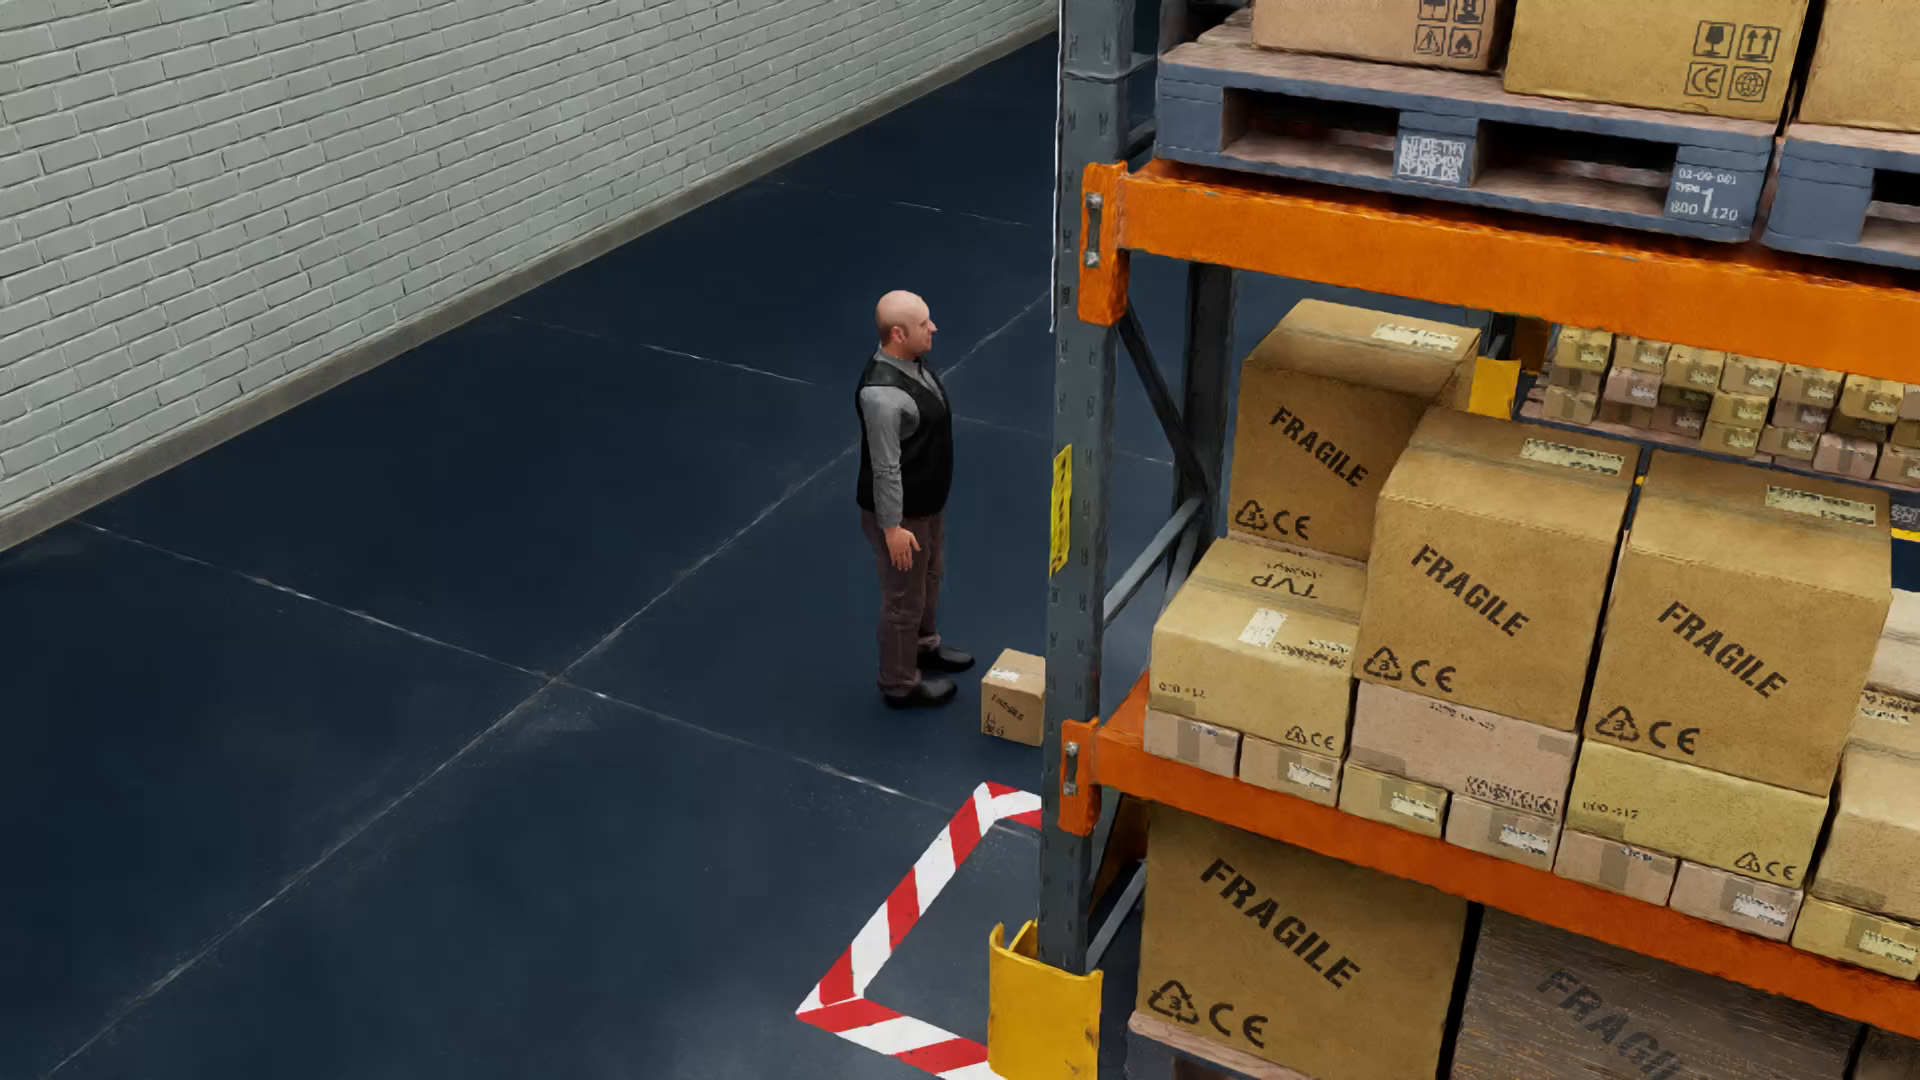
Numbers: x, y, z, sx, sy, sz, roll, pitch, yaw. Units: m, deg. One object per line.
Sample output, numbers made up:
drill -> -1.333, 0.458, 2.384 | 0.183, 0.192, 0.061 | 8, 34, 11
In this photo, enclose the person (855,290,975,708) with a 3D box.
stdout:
person -> -0.177, -0.134, 6.366 | 0.423, 1.730, 0.563 | 4, 30, 7
